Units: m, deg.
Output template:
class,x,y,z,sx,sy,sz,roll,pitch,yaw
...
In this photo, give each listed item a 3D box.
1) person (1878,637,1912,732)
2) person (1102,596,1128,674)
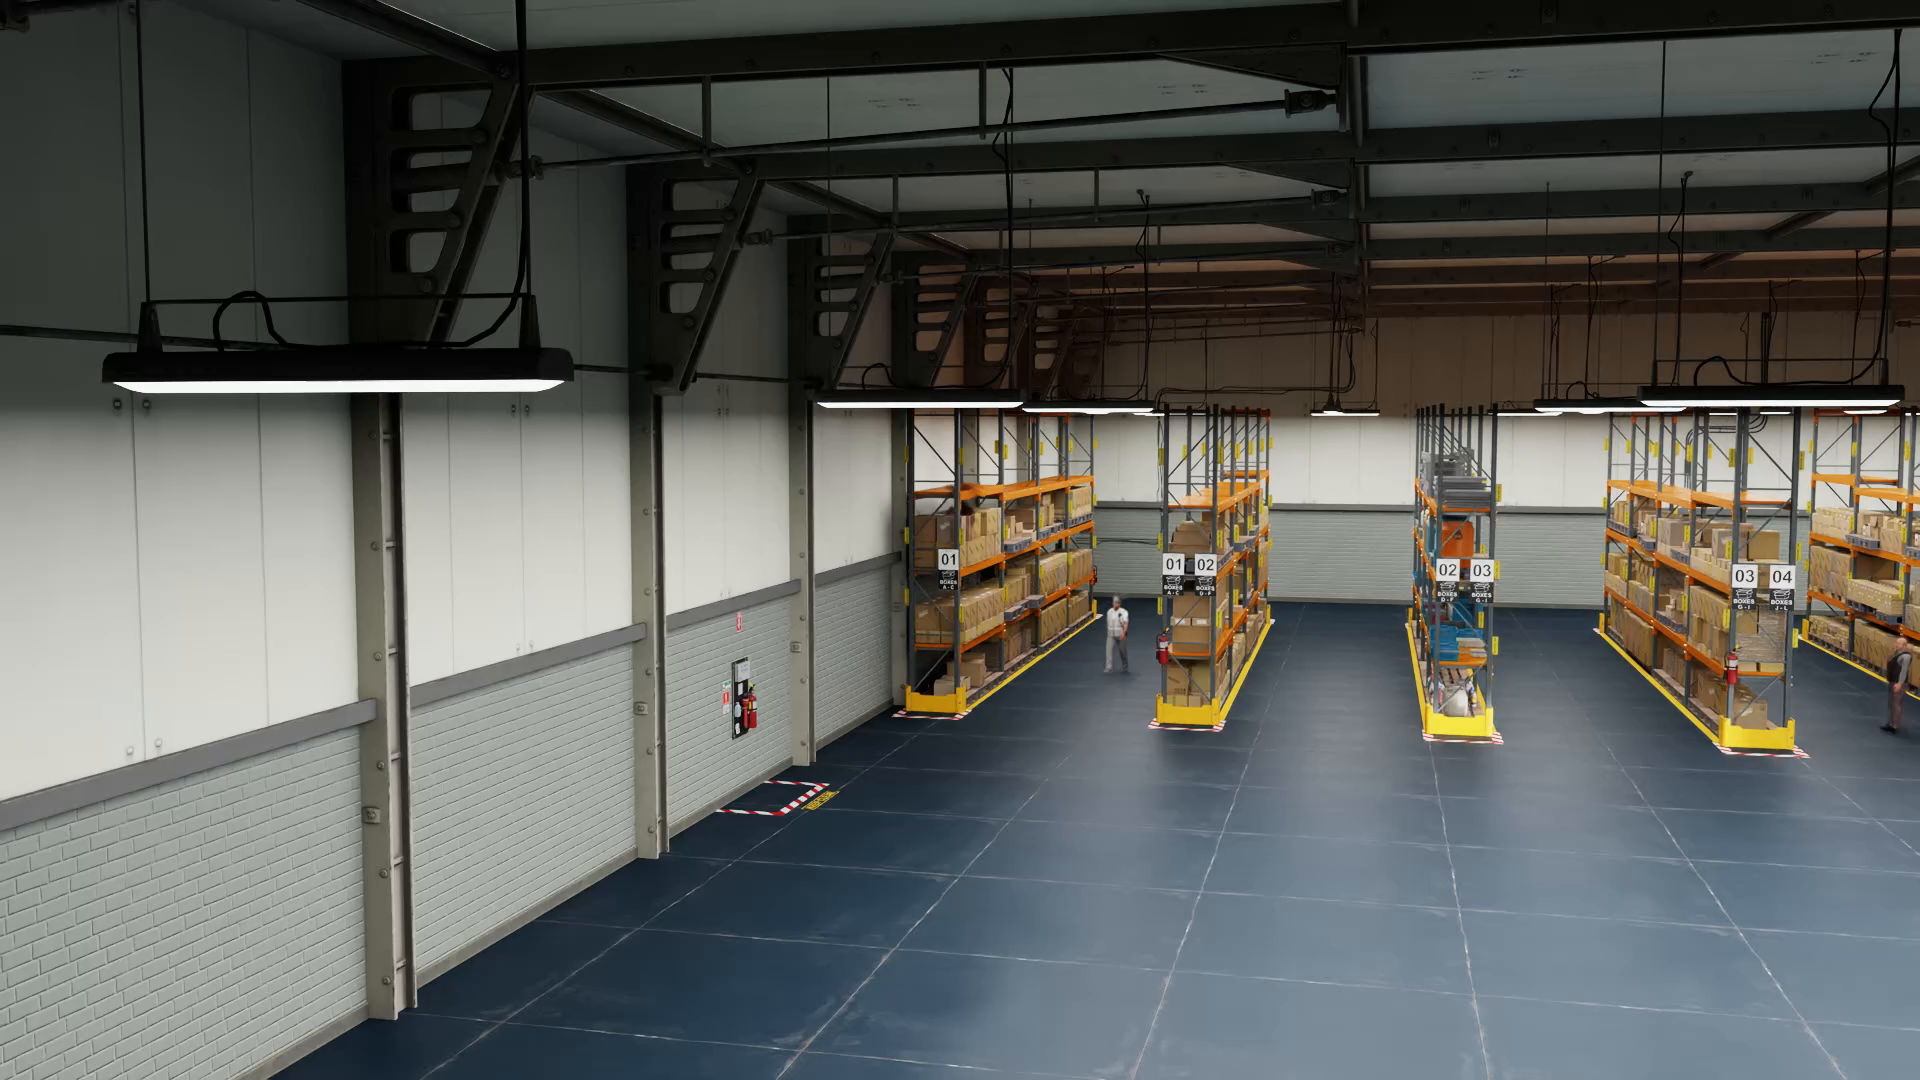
class,x,y,z,sx,sy,sz,roll,pitch,yaw
person,17.168,2.648,30.513,0.464,1.729,0.543,2,5,24
person,3.511,2.124,37.425,0.564,1.727,1.034,2,5,23
